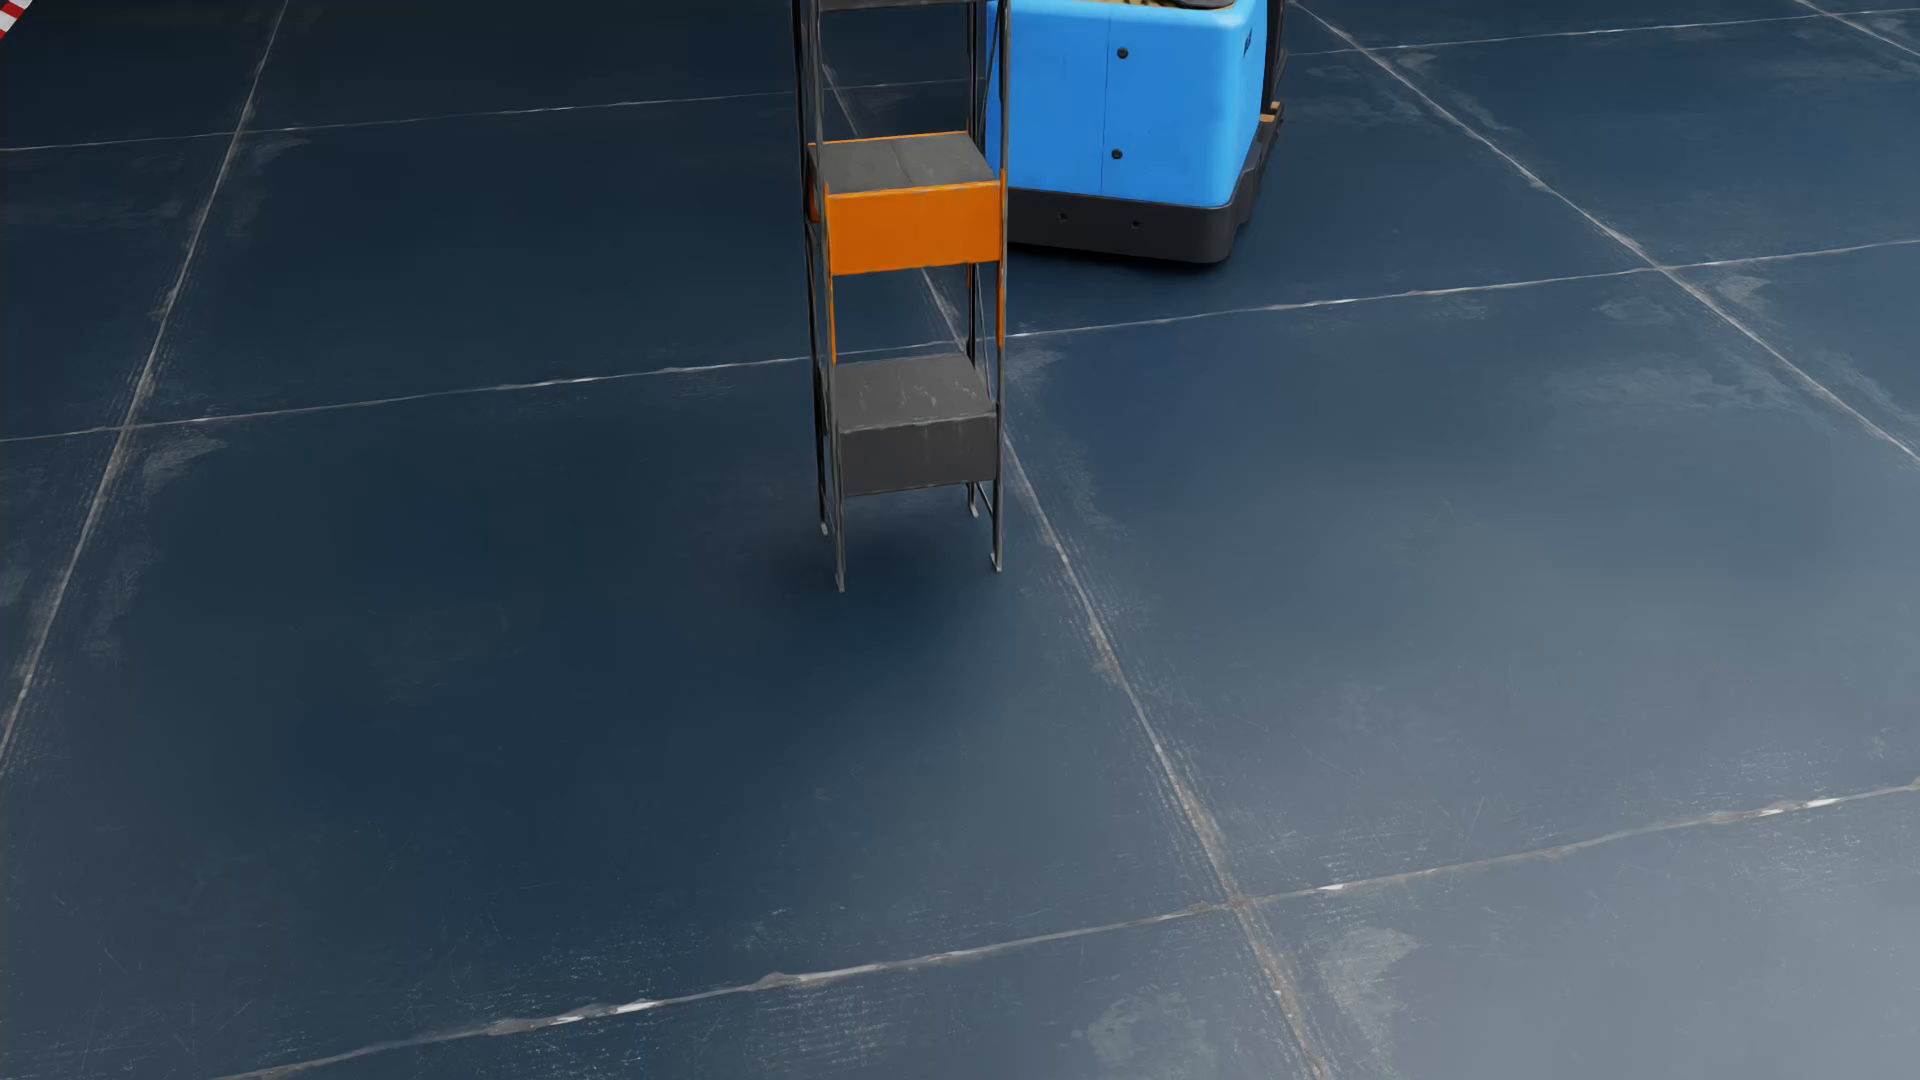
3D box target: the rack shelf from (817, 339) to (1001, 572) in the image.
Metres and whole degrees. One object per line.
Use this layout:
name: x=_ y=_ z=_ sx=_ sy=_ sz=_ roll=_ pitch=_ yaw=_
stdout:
rack shelf: x=-0.161 y=-0.259 z=5.032 sx=0.480 sy=0.518 sz=0.431 roll=-7 pitch=35 yaw=-11

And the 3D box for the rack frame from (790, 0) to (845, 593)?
rack frame: x=-0.399 y=-0.822 z=4.590 sx=0.015 sy=2.100 sz=0.400 roll=-7 pitch=35 yaw=-11

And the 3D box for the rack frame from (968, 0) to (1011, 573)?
rack frame: x=0.077 y=-0.882 z=4.679 sx=0.015 sy=2.100 sz=0.400 roll=-7 pitch=35 yaw=-11

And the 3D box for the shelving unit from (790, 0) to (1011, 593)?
shelving unit: x=-0.161 y=-0.852 z=4.635 sx=0.503 sy=2.100 sz=0.431 roll=-7 pitch=35 yaw=-11

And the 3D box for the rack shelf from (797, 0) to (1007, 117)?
rack shelf: x=-0.161 y=-1.421 z=4.252 sx=0.480 sy=0.518 sz=0.431 roll=-7 pitch=35 yaw=-11

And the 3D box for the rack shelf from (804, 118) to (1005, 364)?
rack shelf: x=-0.161 y=-0.840 z=4.642 sx=0.480 sy=0.518 sz=0.431 roll=-7 pitch=35 yaw=-11

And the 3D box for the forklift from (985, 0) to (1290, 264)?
forklift: x=0.979 y=-3.165 z=7.336 sx=1.130 sy=2.935 sz=3.031 roll=9 pitch=35 yaw=13
